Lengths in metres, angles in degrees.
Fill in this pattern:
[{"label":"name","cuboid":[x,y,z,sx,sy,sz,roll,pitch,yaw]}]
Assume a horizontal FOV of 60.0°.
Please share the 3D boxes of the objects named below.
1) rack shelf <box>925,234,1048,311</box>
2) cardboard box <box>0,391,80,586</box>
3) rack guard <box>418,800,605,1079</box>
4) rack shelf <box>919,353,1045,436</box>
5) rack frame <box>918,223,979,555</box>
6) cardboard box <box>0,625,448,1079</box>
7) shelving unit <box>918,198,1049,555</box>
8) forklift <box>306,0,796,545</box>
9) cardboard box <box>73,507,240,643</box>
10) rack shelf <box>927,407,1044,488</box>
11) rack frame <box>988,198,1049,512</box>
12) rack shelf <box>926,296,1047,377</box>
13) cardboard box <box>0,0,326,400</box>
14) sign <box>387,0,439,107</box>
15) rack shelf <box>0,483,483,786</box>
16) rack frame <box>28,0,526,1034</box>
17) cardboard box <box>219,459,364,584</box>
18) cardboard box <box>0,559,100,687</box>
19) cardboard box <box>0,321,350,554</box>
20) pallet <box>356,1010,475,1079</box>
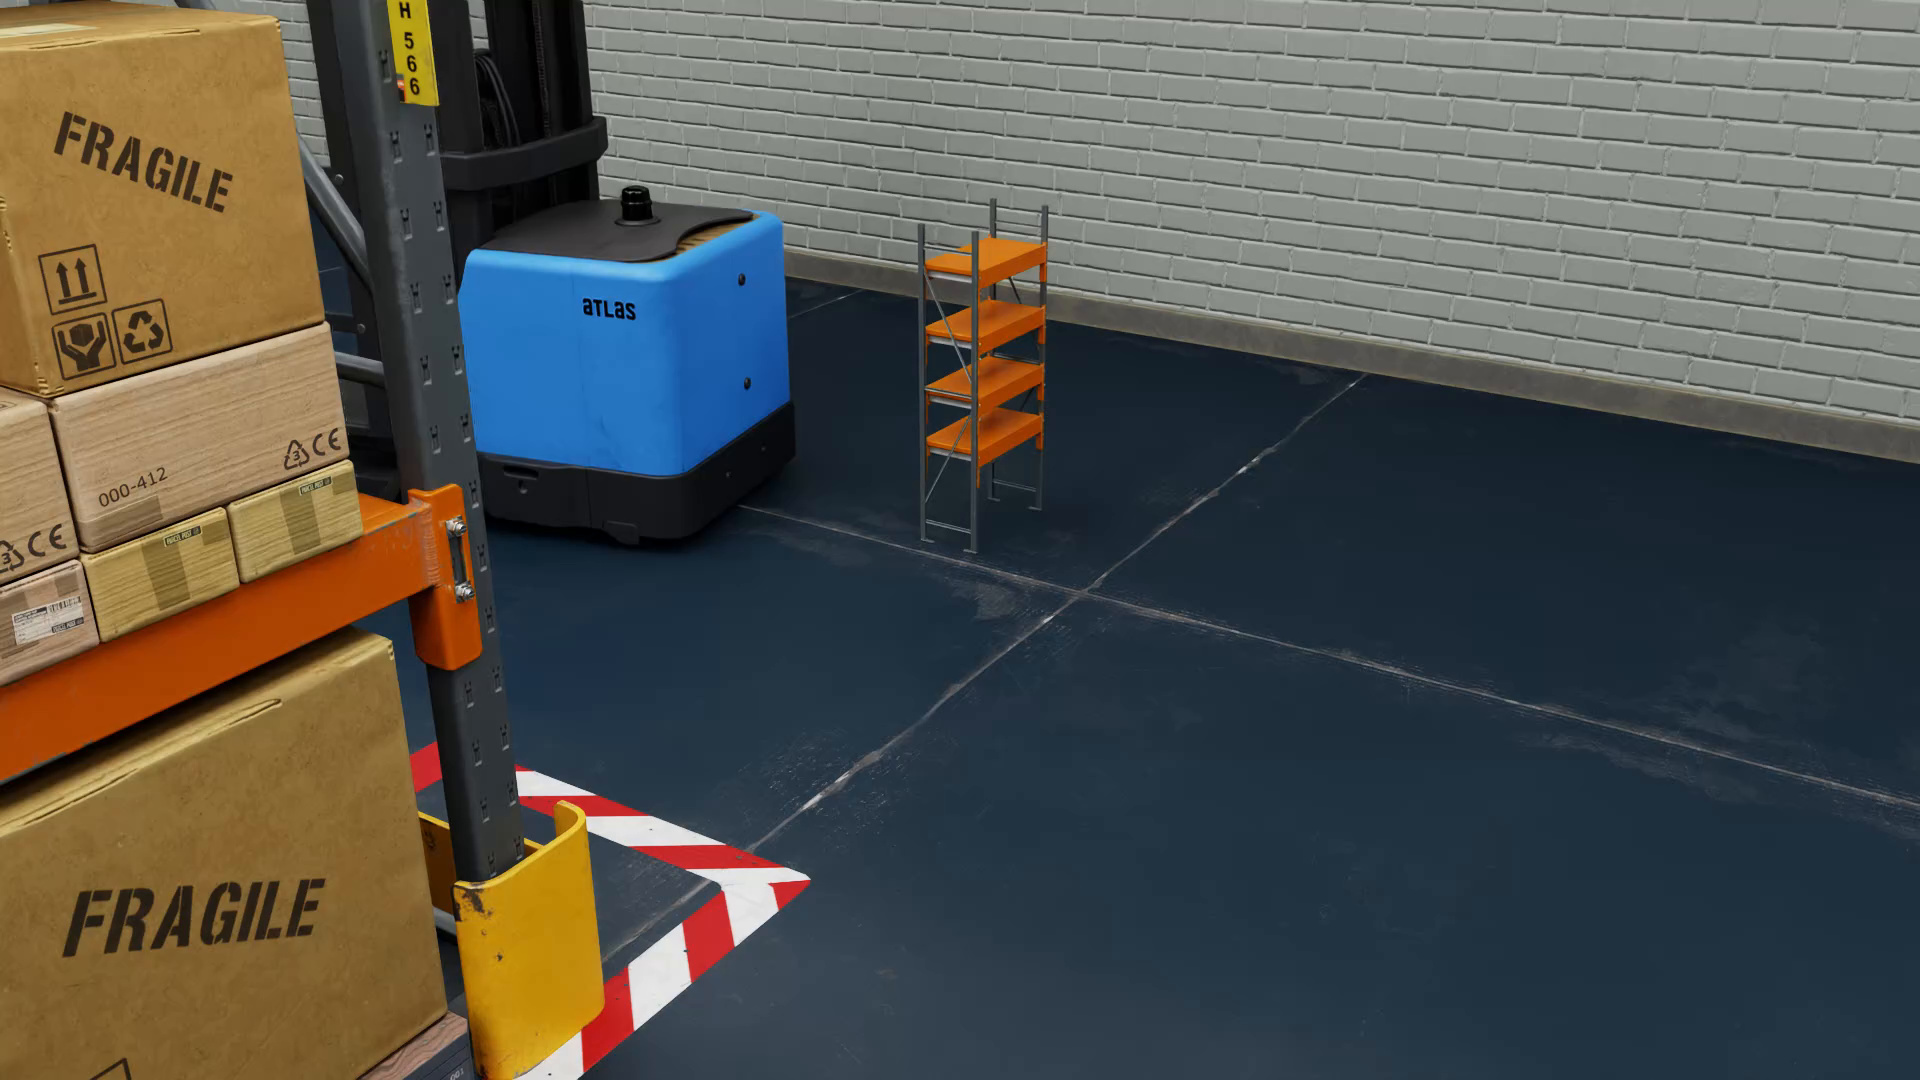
[{"label":"rack shelf","cuboid":[0.087,-0.967,5.985,0.258,0.148,0.480,14,27,29]},{"label":"cardboard box","cuboid":[-1.684,-0.055,2.415,0.500,0.250,0.500,13,27,28]},{"label":"rack guard","cuboid":[-1.373,0.762,3.861,1.175,0.500,0.348,14,27,29]},{"label":"rack shelf","cuboid":[0.087,-0.545,6.167,0.258,0.148,0.480,14,27,29]},{"label":"rack frame","cuboid":[-0.041,-0.524,5.950,0.240,1.200,0.015,14,27,29]},{"label":"cardboard box","cuboid":[-1.655,0.638,3.147,0.875,0.875,0.875,14,27,29]},{"label":"shelving unit","cuboid":[0.087,-0.606,6.141,0.258,1.200,0.503,14,27,29]},{"label":"forklift","cuboid":[-2.252,-1.671,6.421,3.031,2.935,1.130,8,25,18]},{"label":"cardboard box","cuboid":[-1.429,0.015,2.755,0.380,0.149,0.250,14,27,29]},{"label":"rack shelf","cuboid":[0.087,-0.363,6.246,0.258,0.148,0.480,14,27,29]},{"label":"rack frame","cuboid":[0.216,-0.689,6.331,0.240,1.200,0.015,14,27,29]},{"label":"rack shelf","cuboid":[0.087,-0.750,6.079,0.258,0.148,0.480,14,27,29]},{"label":"cardboard box","cuboid":[-1.419,-0.570,2.661,0.500,0.500,0.500,14,27,30]},{"label":"sign","cuboid":[-0.932,-0.899,2.795,0.100,0.325,0.005,14,27,29]},{"label":"rack shelf","cuboid":[-2.441,0.628,1.930,1.077,0.370,4.000,14,27,29]},{"label":"rack frame","cuboid":[-1.386,-0.377,3.346,1.000,3.000,0.127,14,27,29]},{"label":"cardboard box","cuboid":[-1.294,-0.073,2.959,0.380,0.149,0.250,14,27,30]},{"label":"cardboard box","cuboid":[-1.563,0.100,2.559,0.380,0.149,0.250,14,27,29]},{"label":"cardboard box","cuboid":[-1.416,-0.226,2.810,0.500,0.250,0.500,13,27,28]},{"label":"pallet","cuboid":[-1.741,1.189,3.239,1.003,0.211,1.213,14,27,29]}]
